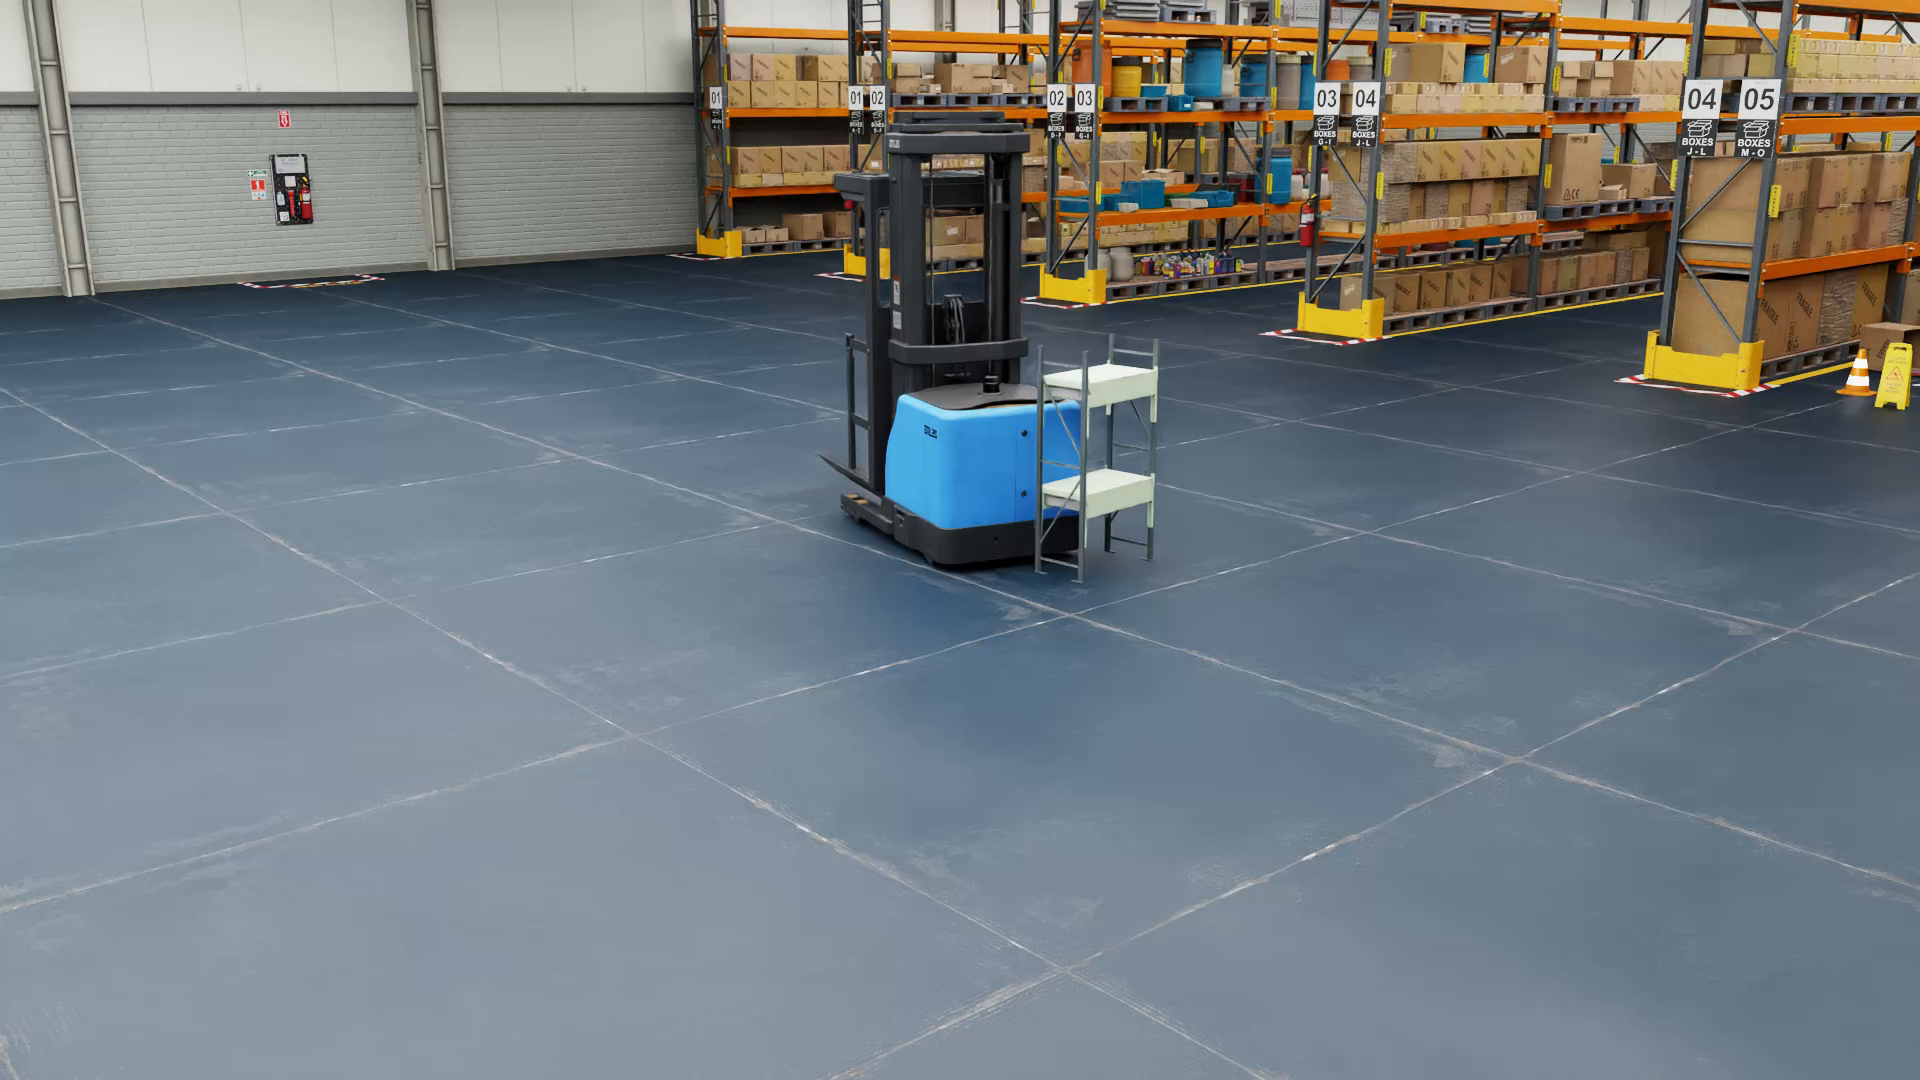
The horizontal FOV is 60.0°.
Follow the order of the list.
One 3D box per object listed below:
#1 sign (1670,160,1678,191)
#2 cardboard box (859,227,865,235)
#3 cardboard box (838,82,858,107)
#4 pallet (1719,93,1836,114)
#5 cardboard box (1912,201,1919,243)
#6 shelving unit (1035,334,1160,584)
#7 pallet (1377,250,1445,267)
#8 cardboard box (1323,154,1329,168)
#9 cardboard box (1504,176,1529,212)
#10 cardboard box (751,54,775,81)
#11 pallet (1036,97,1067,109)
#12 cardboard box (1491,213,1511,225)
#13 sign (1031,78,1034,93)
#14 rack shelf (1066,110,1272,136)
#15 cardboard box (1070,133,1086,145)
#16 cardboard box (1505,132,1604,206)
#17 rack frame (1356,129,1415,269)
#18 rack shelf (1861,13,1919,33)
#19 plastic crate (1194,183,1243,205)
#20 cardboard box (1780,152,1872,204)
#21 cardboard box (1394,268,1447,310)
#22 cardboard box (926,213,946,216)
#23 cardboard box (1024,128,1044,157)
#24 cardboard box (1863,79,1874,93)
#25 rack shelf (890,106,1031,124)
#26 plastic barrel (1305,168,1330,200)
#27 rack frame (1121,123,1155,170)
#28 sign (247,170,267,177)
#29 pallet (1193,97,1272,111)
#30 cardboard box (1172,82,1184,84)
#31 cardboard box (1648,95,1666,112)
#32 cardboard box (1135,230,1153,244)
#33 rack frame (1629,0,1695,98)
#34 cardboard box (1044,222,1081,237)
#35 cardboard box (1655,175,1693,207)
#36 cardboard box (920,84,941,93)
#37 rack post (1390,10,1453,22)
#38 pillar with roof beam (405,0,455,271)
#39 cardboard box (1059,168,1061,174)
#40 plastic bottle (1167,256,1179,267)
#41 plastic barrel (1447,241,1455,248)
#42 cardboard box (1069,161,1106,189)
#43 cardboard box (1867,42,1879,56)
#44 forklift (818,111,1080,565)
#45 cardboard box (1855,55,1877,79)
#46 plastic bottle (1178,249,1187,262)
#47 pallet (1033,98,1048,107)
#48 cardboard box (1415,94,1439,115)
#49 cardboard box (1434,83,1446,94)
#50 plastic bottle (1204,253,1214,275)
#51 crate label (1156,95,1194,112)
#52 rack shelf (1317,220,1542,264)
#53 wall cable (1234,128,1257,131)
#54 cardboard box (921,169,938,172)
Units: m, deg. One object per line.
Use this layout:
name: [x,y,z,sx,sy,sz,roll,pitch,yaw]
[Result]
sign: [7.787,-3.968,18.090,0.005,0.325,0.100,-13,19,-39]
cardboard box: [-2.168,-6.487,34.859,0.380,0.166,0.250,13,20,40]
cardboard box: [-2.393,-9.030,33.697,0.500,0.500,0.500,14,20,42]
pallet: [8.686,-4.720,17.968,1.213,0.211,1.003,-13,19,-39]
cardboard box: [11.724,-3.949,20.527,0.500,0.500,0.500,-12,19,-39]
shelving unit: [0.898,-0.546,10.890,0.431,1.500,0.755,14,20,41]
pallet: [8.304,-5.283,31.118,1.213,0.211,1.003,-13,19,-39]
cardboard box: [8.069,-8.212,36.489,0.500,0.500,0.500,-12,19,-38]
cardboard box: [7.591,-4.974,23.790,0.500,0.500,0.875,-13,19,-39]
cardboard box: [-3.940,-9.145,32.192,0.500,0.500,0.500,-13,20,-40]
pallet: [2.128,-8.284,31.510,1.217,0.209,0.805,-14,20,-42]
cardboard box: [7.463,-4.496,23.257,0.250,0.149,0.380,-13,19,-39]
sign: [1.588,-10.010,36.598,0.005,0.325,0.100,-13,19,-39]
rack shelf: [3.211,-6.574,26.129,4.000,0.370,1.077,-13,19,-39]
cardboard box: [2.525,-9.184,38.059,0.500,0.250,0.500,-12,19,-39]
cardboard box: [8.662,-5.447,24.352,1.000,1.000,1.000,-12,19,-39]
rack frame: [7.737,-6.488,30.228,0.127,3.000,1.000,-13,19,-39]
rack shelf: [12.659,-6.560,21.041,4.000,0.370,1.077,-13,19,-39]
plastic crate: [4.241,-5.717,27.460,0.504,0.338,0.767,-13,19,-39]
cardboard box: [10.013,-4.222,19.359,0.550,0.550,0.875,-13,19,-39]
cardboard box: [6.348,-3.477,22.984,0.500,0.500,0.500,-10,18,-34]
cardboard box: [-0.593,-5.656,30.173,0.500,0.500,0.500,-13,19,-39]
cardboard box: [1.140,-7.374,30.837,0.500,0.500,0.700,-13,19,-39]
cardboard box: [9.935,-5.060,18.548,0.250,0.149,0.380,-13,20,-40]
rack shelf: [-0.275,-9.180,35.886,4.000,0.370,1.077,-13,19,-39]
plastic barrel: [6.139,-6.120,28.586,0.433,0.535,0.433,0,15,0]
rack frame: [4.251,-9.095,39.985,0.127,3.000,1.000,-13,19,-39]
sign: [-11.732,-6.120,27.753,0.331,0.109,0.001,-13,19,-39]
pallet: [4.239,-7.027,26.800,1.003,0.211,1.213,-13,19,-39]
cardboard box: [4.795,-9.031,33.742,0.500,0.500,0.910,-13,19,-39]
cardboard box: [10.425,-6.686,25.446,0.500,0.250,0.500,-13,20,-40]
cardboard box: [3.484,-6.018,32.984,0.500,0.250,0.500,-12,19,-38]
rack frame: [10.988,-8.422,25.844,0.127,3.000,1.000,-13,19,-39]
cardboard box: [1.946,-5.943,31.613,0.500,0.311,0.500,-13,19,-39]
cardboard box: [11.534,-5.602,26.715,0.500,0.500,0.500,-12,19,-38]
cardboard box: [-0.544,-7.861,28.958,0.250,0.149,0.380,-13,19,-39]
rack post: [8.257,-9.481,29.953,0.937,0.300,0.954,-13,19,-39]
pillar with roof beam: [-6.542,-8.393,25.732,0.400,9.000,9.100,-13,19,-39]
cardboard box: [2.086,-8.386,37.779,0.250,0.149,0.380,-12,19,-38]
plastic bottle: [3.491,-4.523,27.295,0.135,0.276,0.152,-13,19,-39]
plastic barrel: [9.314,-5.880,31.957,0.421,0.512,0.421,0,15,0]
cardboard box: [2.458,-7.040,32.100,0.500,0.500,0.500,-11,18,-35]
cardboard box: [9.938,-5.447,18.450,0.250,0.149,0.380,-12,19,-39]
forklift: [-0.240,-1.588,12.017,1.130,2.935,3.031,-6,16,-23]
cardboard box: [9.807,-5.246,18.472,0.500,0.250,0.500,-13,20,-40]
plastic bottle: [3.696,-4.656,27.647,0.185,0.351,0.144,-14,20,-42]
pallet: [1.684,-9.894,37.533,1.003,0.211,1.213,-12,19,-37]
cardboard box: [5.871,-5.665,21.626,0.500,0.250,0.500,-13,20,-41]
cardboard box: [6.120,-5.904,21.747,0.250,0.149,0.380,-13,20,-40]
plastic bottle: [4.034,-4.491,27.031,0.185,0.351,0.144,-13,20,-40]
crate label: [3.331,-6.763,25.733,0.408,0.251,0.502,-13,19,-39]
rack shelf: [6.462,-4.160,22.906,4.000,0.370,1.077,-13,19,-39]
wall cable: [7.614,-10.664,43.893,1.851,1.984,0.084,-13,19,-39]
cardboard box: [-0.793,-6.313,29.377,0.500,0.500,0.700,-12,19,-38]
